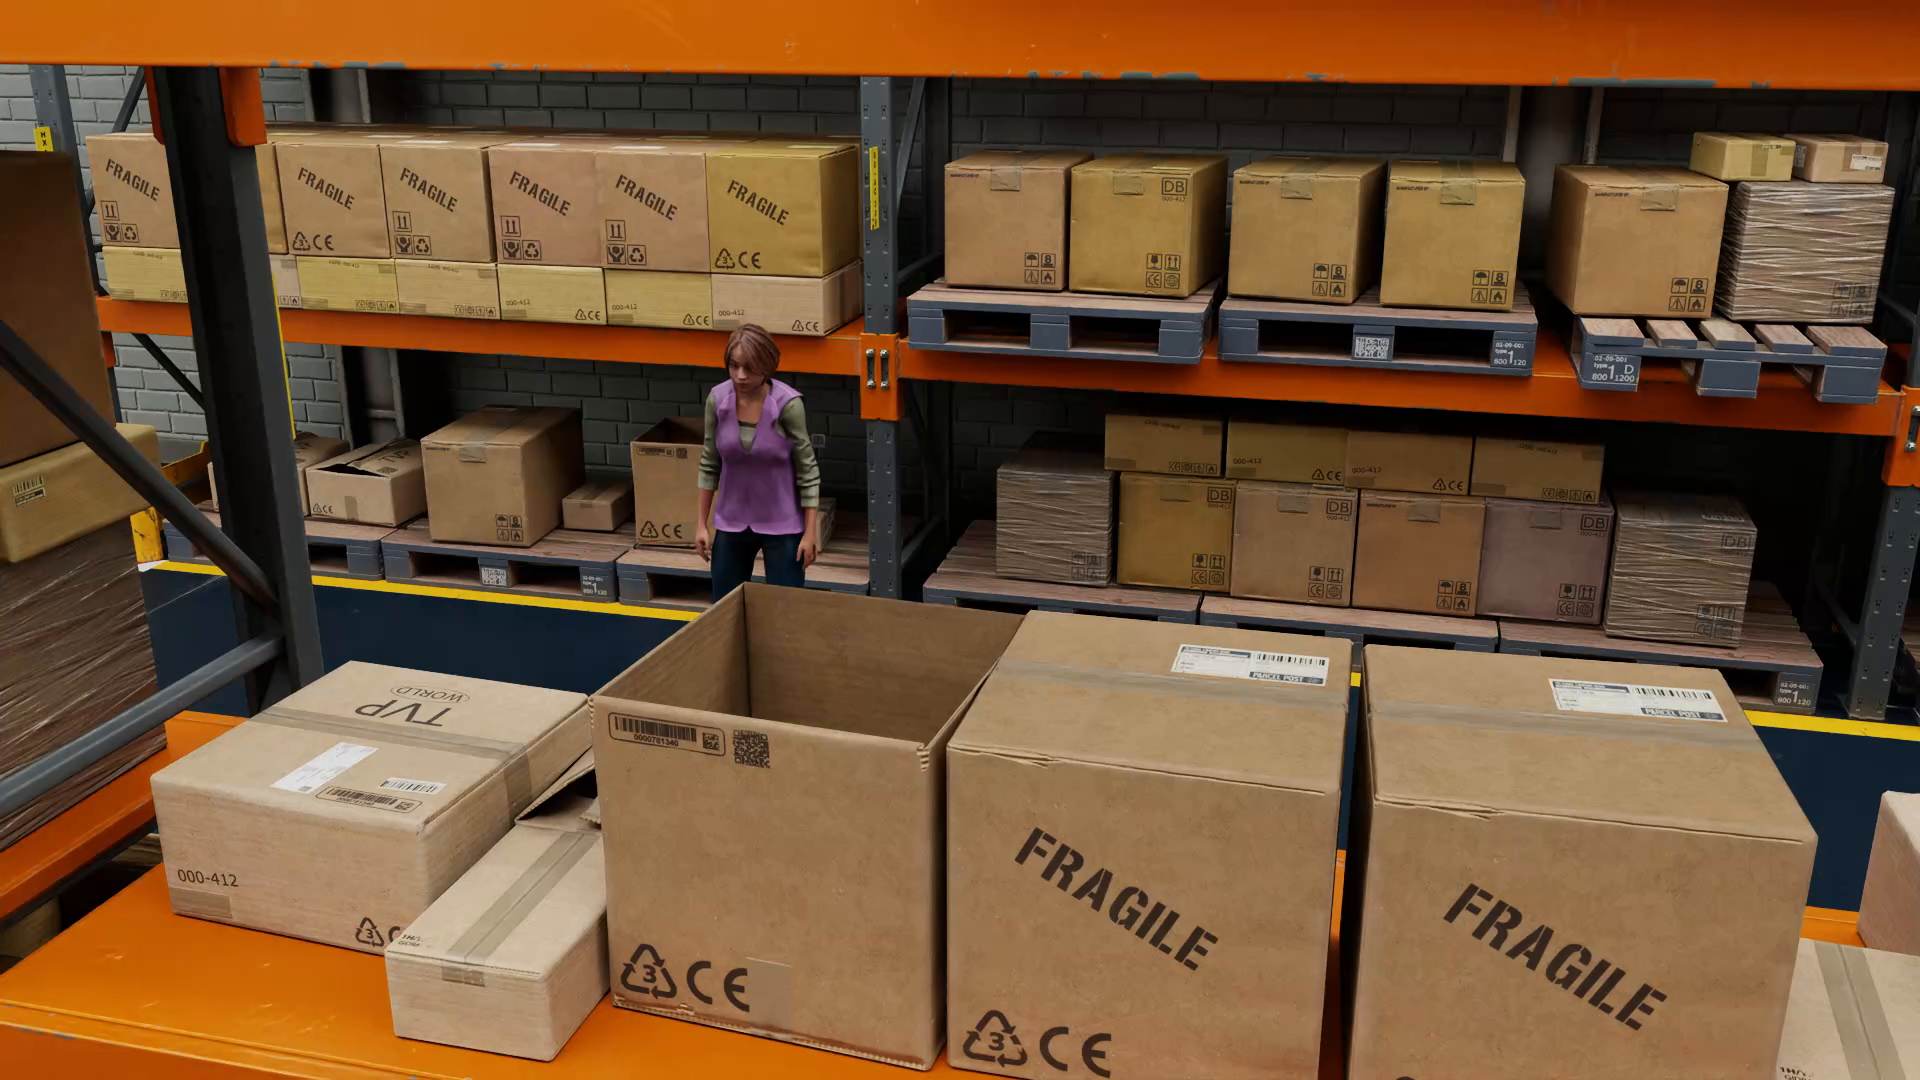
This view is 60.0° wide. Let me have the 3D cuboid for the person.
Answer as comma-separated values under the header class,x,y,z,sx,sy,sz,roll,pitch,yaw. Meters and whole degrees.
class,x,y,z,sx,sy,sz,roll,pitch,yaw
person,-0.746,-0.020,6.137,0.477,1.593,0.346,4,19,12
